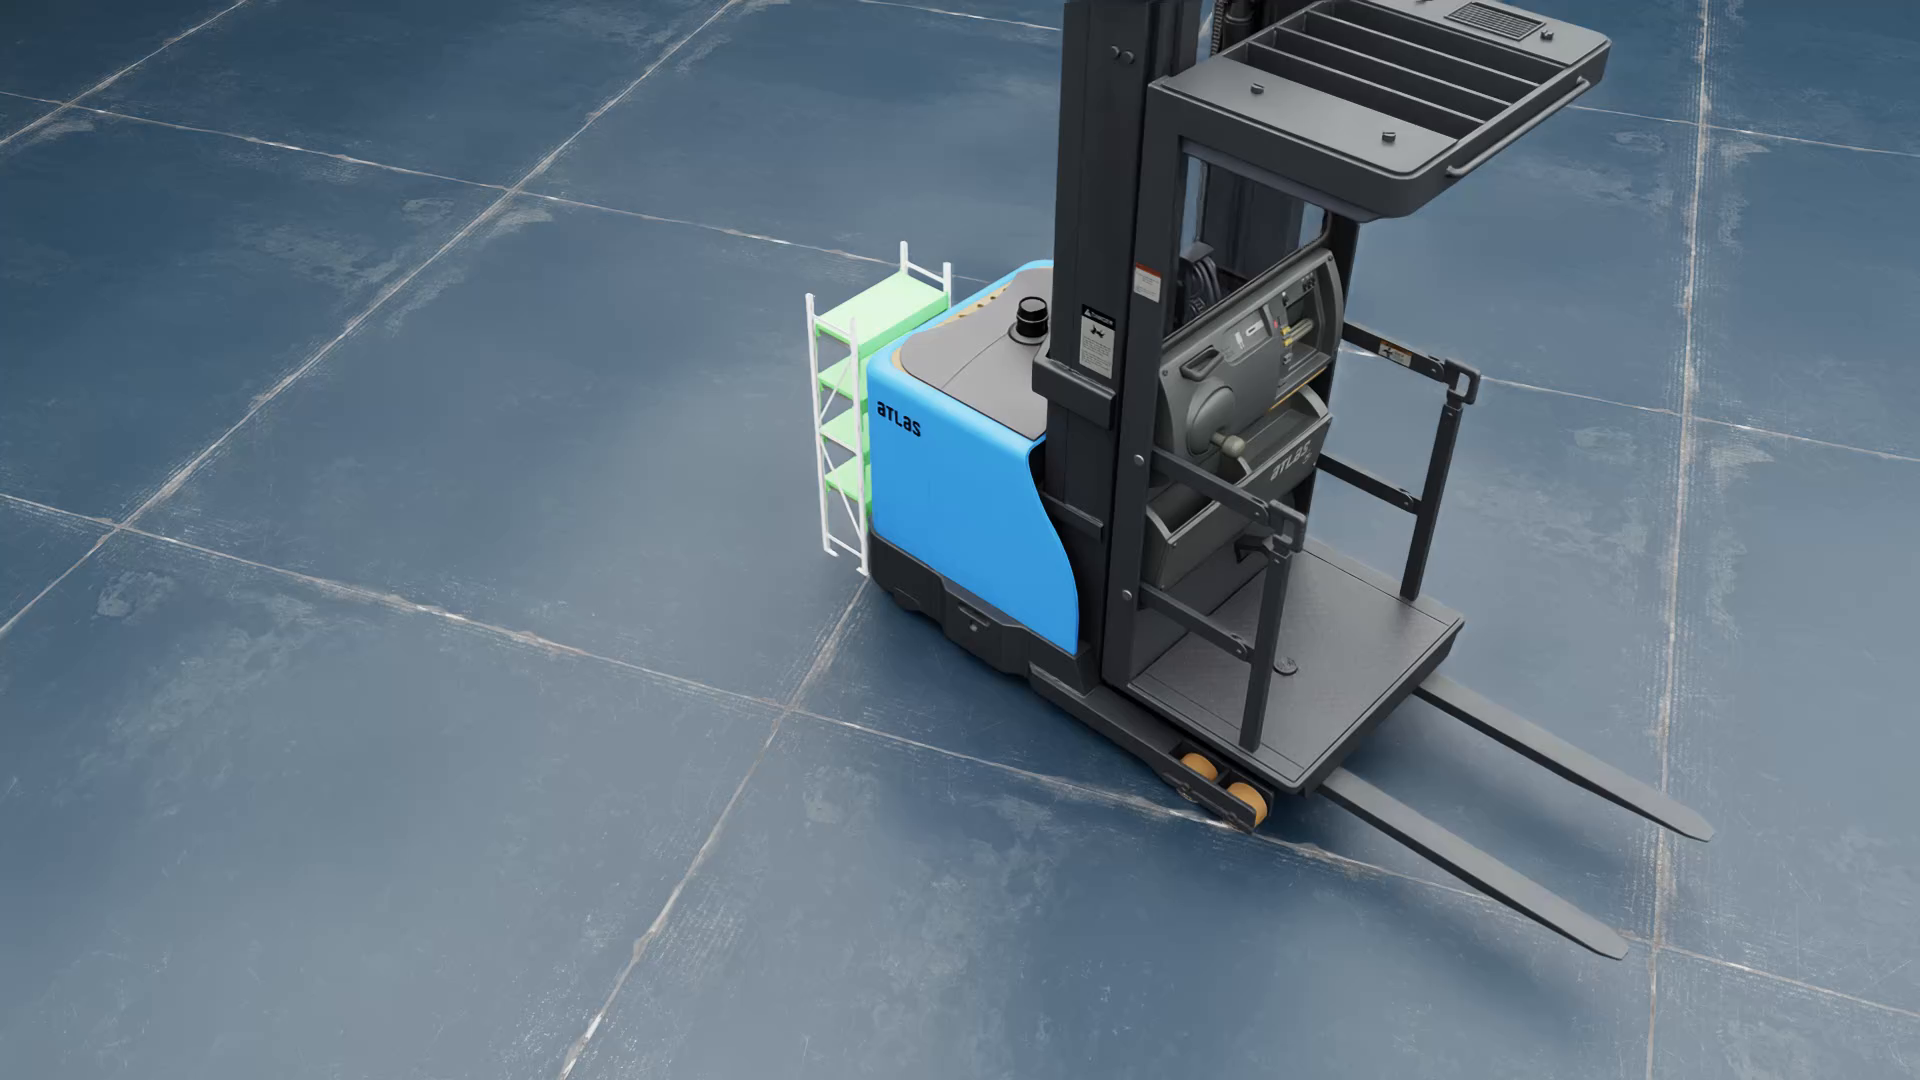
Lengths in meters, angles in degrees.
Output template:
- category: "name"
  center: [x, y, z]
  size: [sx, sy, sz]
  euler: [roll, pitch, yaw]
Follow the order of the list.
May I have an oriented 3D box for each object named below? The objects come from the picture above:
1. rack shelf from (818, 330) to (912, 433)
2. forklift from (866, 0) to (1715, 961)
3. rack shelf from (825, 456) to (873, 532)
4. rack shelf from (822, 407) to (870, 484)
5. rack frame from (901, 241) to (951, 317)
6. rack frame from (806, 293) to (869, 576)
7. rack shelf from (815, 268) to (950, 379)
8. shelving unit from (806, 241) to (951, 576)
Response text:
- category: "rack shelf"
  center: [-0.292, -0.620, 6.281]
  size: [0.258, 0.148, 0.480]
  euler: [30, 49, 31]
- category: "forklift"
  center: [1.078, -0.520, 5.102]
  size: [3.031, 2.935, 1.130]
  euler: [31, 49, 31]
- category: "rack shelf"
  center: [-0.292, -0.255, 6.592]
  size: [0.258, 0.148, 0.480]
  euler: [30, 49, 31]
- category: "rack shelf"
  center: [-0.292, -0.437, 6.437]
  size: [0.258, 0.148, 0.480]
  euler: [30, 49, 31]
- category: "rack frame"
  center: [-0.128, -0.603, 6.533]
  size: [0.240, 1.200, 0.015]
  euler: [30, 49, 31]
- category: "rack frame"
  center: [-0.455, -0.368, 6.257]
  size: [0.240, 1.200, 0.015]
  euler: [30, 49, 31]
- category: "rack shelf"
  center: [-0.292, -0.802, 6.125]
  size: [0.258, 0.148, 0.480]
  euler: [30, 49, 31]
- category: "shelving unit"
  center: [-0.292, -0.486, 6.395]
  size: [0.258, 1.200, 0.503]
  euler: [30, 49, 31]
